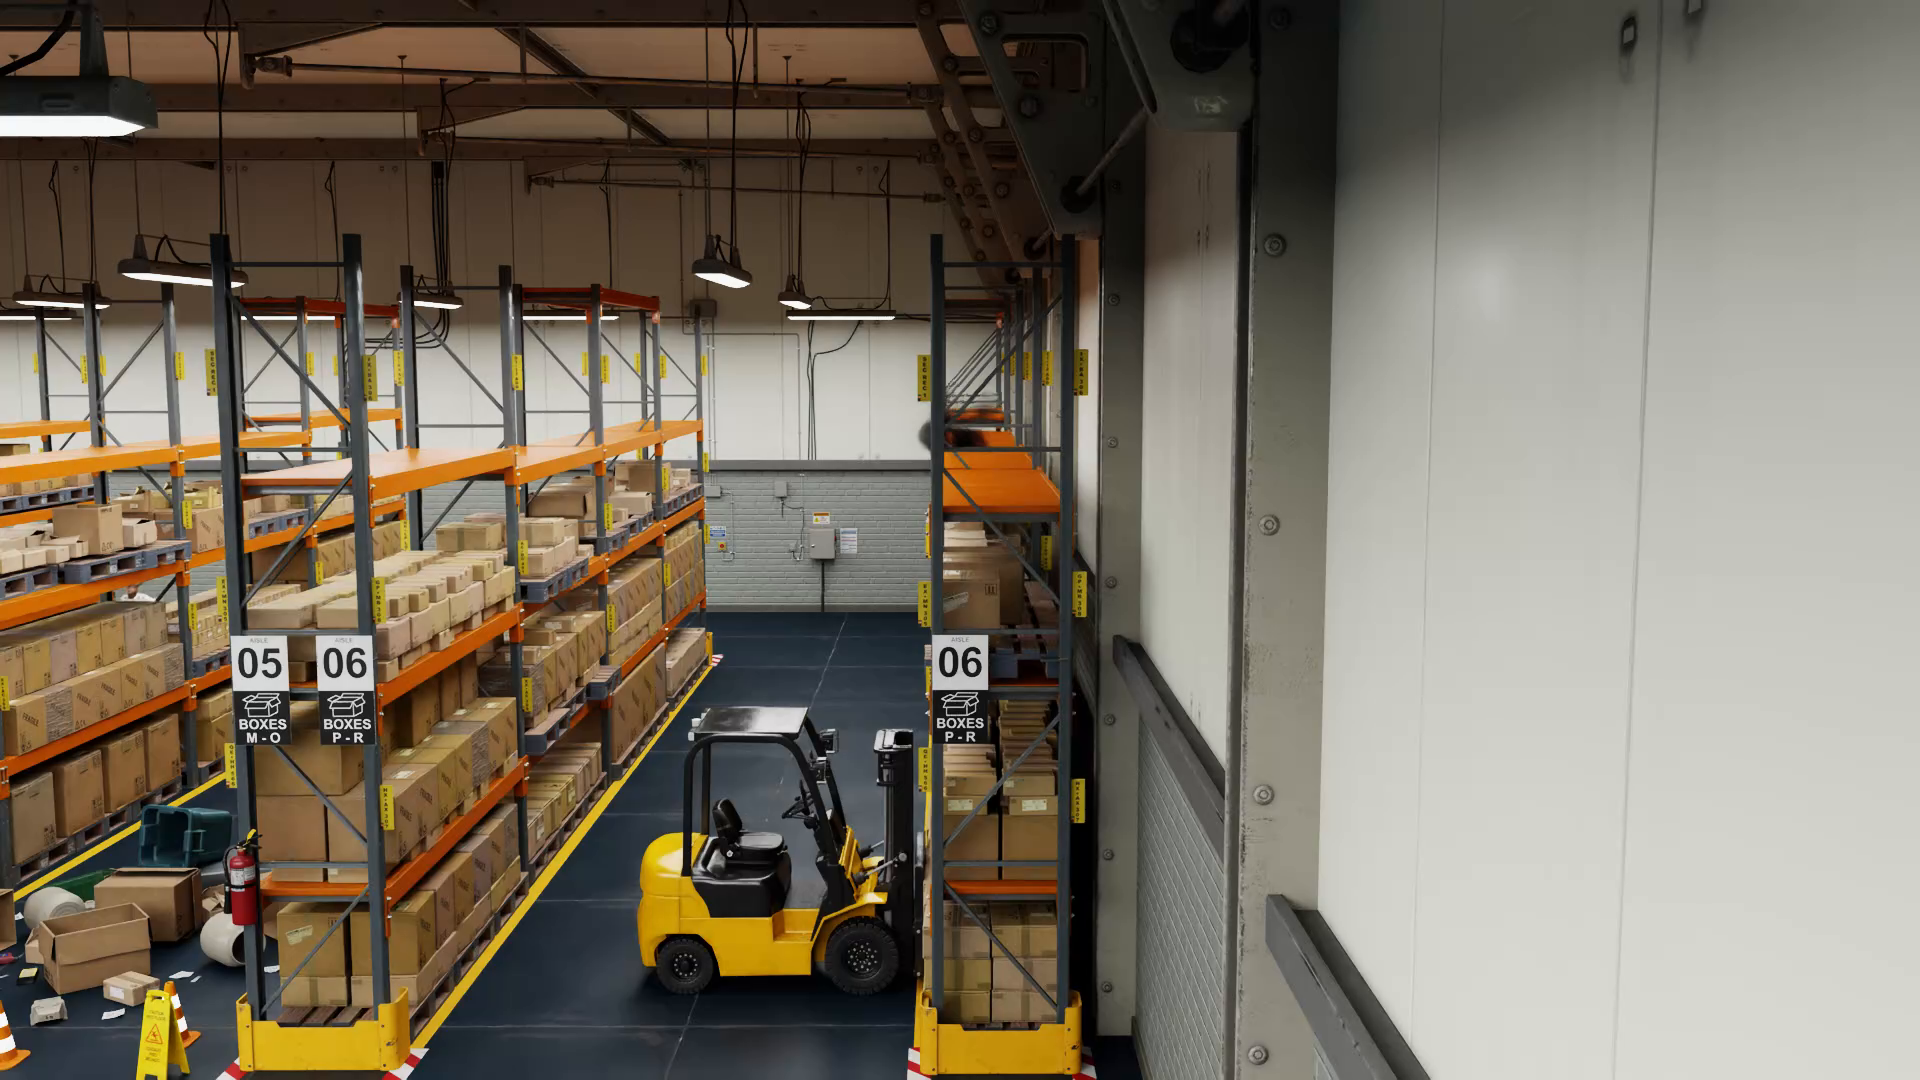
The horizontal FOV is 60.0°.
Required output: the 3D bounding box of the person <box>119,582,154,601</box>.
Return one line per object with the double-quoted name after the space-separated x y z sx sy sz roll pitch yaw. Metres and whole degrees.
-12.902 1.441 25.995 0.712 1.730 0.624 0 6 -4 "person"
